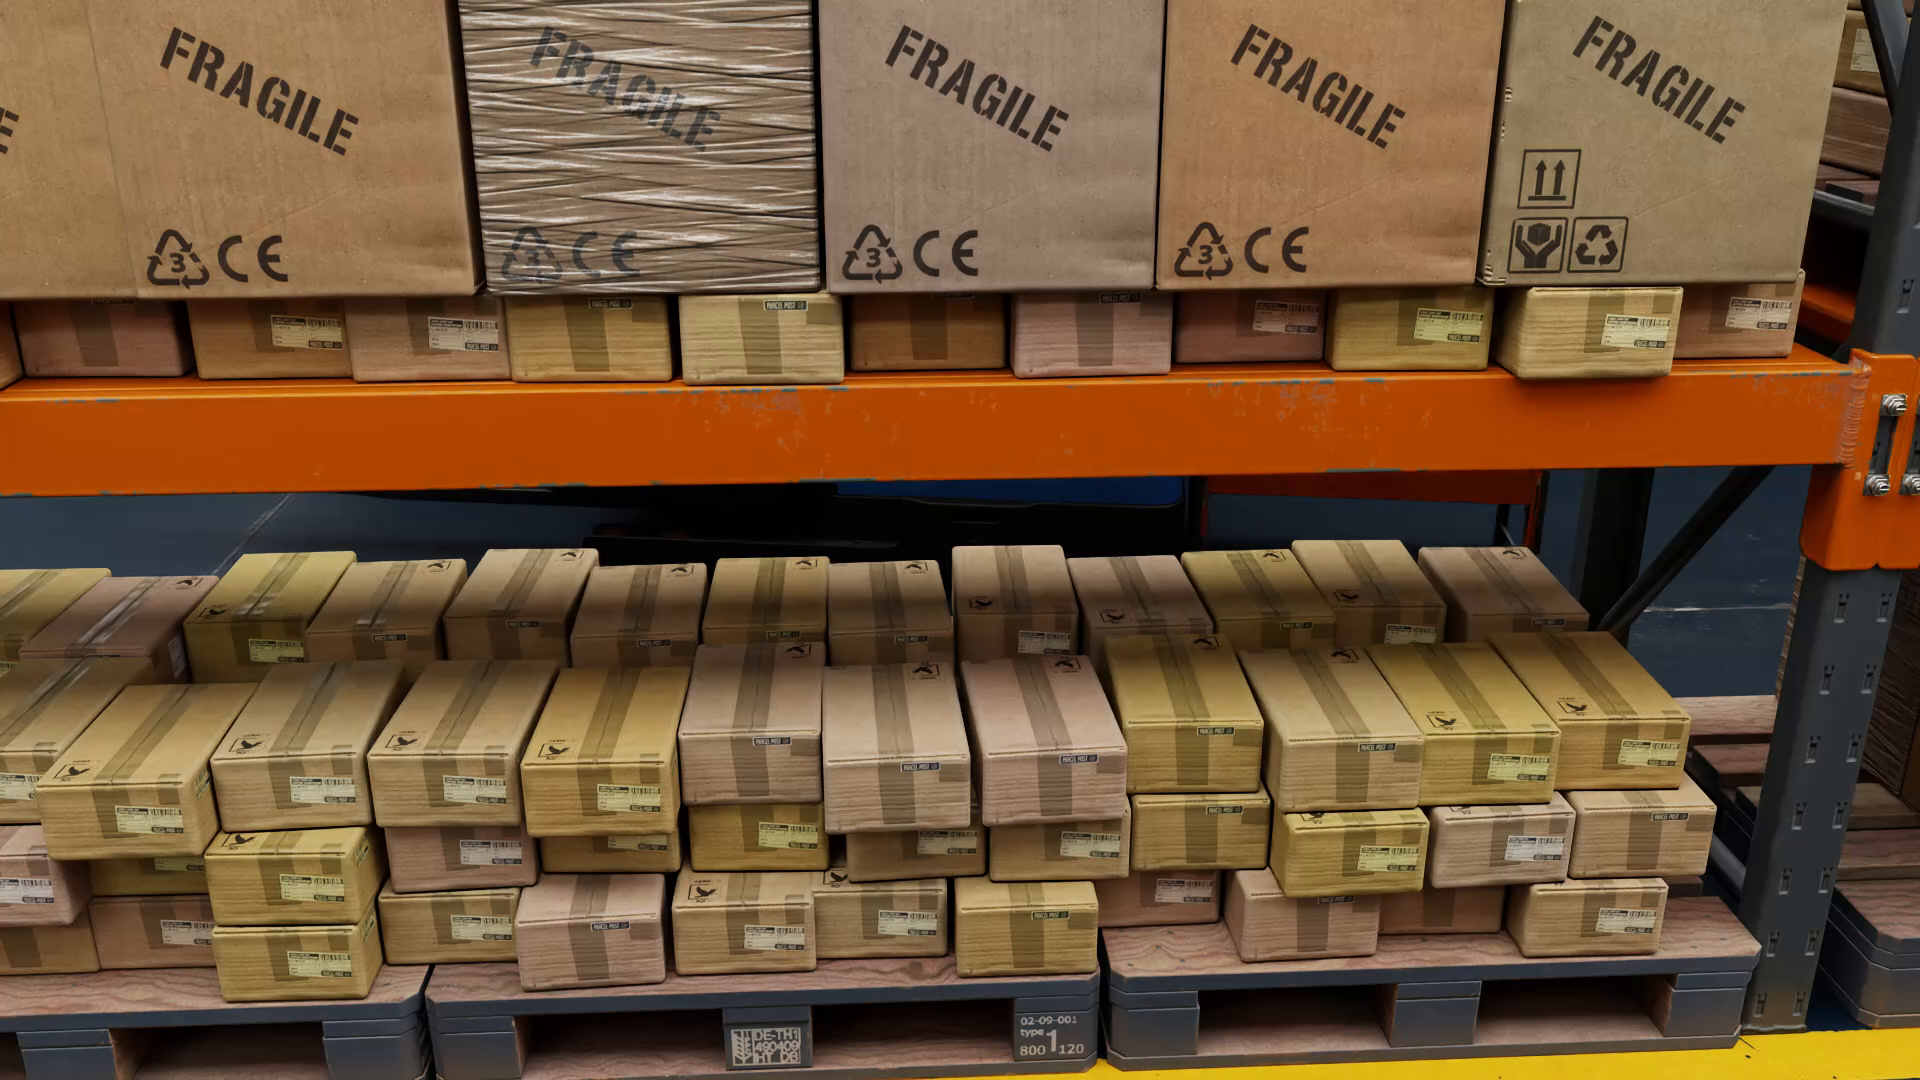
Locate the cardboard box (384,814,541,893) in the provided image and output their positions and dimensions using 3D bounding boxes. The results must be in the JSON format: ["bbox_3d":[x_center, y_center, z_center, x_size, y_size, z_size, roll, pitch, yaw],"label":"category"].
[{"bbox_3d":[-0.904,0.490,3.116,0.250,0.149,0.380,-2,21,-6],"label":"cardboard box"}]

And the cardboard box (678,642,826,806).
[{"bbox_3d":[-0.378,0.336,3.104,0.250,0.149,0.380,-1,21,-3],"label":"cardboard box"}]

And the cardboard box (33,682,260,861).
[{"bbox_3d":[-1.409,0.401,2.934,0.250,0.149,0.380,-1,21,-3],"label":"cardboard box"}]

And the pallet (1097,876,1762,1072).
[{"bbox_3d":[0.846,0.689,3.516,1.213,0.211,1.003,-1,21,-3],"label":"pallet"}]

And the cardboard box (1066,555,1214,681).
[{"bbox_3d":[0.372,0.171,3.536,0.250,0.149,0.380,-2,21,-4],"label":"cardboard box"}]

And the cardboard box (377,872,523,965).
[{"bbox_3d":[-0.923,0.632,3.161,0.250,0.149,0.380,-1,21,-3],"label":"cardboard box"}]

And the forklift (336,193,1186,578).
[{"bbox_3d":[-0.769,-1.417,5.225,3.031,2.935,1.130,2,21,6],"label":"forklift"}]

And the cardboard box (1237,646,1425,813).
[{"bbox_3d":[0.673,0.344,3.083,0.250,0.149,0.380,-1,21,-4],"label":"cardboard box"}]

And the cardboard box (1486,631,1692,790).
[{"bbox_3d":[1.174,0.317,3.153,0.250,0.149,0.380,-1,21,-2],"label":"cardboard box"}]

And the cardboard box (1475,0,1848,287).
[{"bbox_3d":[1.048,-0.716,2.728,0.500,0.500,0.500,-1,21,-3],"label":"cardboard box"}]

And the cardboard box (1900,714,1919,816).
[{"bbox_3d":[2.267,0.410,3.251,0.500,0.500,0.500,0,21,-1],"label":"cardboard box"}]

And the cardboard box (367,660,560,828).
[{"bbox_3d":[-0.889,0.364,3.030,0.250,0.149,0.380,0,21,-1],"label":"cardboard box"}]

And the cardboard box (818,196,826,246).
[{"bbox_3d":[-0.364,-0.568,3.250,0.250,0.149,0.380,0,21,-1],"label":"cardboard box"}]

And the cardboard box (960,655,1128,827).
[{"bbox_3d":[0.145,0.360,3.041,0.250,0.149,0.380,-2,21,-6],"label":"cardboard box"}]

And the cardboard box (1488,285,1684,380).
[{"bbox_3d":[0.992,-0.391,2.784,0.250,0.149,0.380,-2,21,-4],"label":"cardboard box"}]

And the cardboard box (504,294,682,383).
[{"bbox_3d":[-0.582,-0.382,2.762,0.250,0.149,0.380,0,21,-1],"label":"cardboard box"}]

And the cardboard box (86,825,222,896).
[{"bbox_3d":[-1.425,0.496,3.101,0.250,0.149,0.380,-1,21,-2],"label":"cardboard box"}]

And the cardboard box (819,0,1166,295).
[{"bbox_3d":[0.033,-0.697,2.676,0.500,0.500,0.500,-1,21,-3],"label":"cardboard box"}]

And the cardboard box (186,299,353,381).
[{"bbox_3d":[-1.090,-0.389,2.781,0.250,0.149,0.380,-1,21,-4],"label":"cardboard box"}]

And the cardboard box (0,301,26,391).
[{"bbox_3d":[-1.614,-0.339,2.648,0.250,0.149,0.380,-2,21,-5],"label":"cardboard box"}]

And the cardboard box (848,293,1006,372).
[{"bbox_3d":[-0.064,-0.408,2.829,0.250,0.149,0.380,-1,21,-4],"label":"cardboard box"}]

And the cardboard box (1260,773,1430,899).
[{"bbox_3d":[0.682,0.497,3.098,0.250,0.149,0.380,-2,21,-5],"label":"cardboard box"}]

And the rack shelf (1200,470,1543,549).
[{"bbox_3d":[1.268,-0.212,5.283,1.000,0.278,0.538,2,21,6],"label":"rack shelf"}]

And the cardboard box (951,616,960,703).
[{"bbox_3d":[0.100,0.306,3.599,0.250,0.149,0.380,0,21,-1],"label":"cardboard box"}]

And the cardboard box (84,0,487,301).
[{"bbox_3d":[-0.992,-0.682,2.637,0.500,0.500,0.500,-1,21,-2],"label":"cardboard box"}]

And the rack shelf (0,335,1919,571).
[{"bbox_3d":[-0.482,-0.264,3.110,4.000,0.370,1.077,-1,21,-3],"label":"rack shelf"}]

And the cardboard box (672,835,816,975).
[{"bbox_3d":[-0.394,0.643,3.132,0.250,0.149,0.380,-1,21,-3],"label":"cardboard box"}]

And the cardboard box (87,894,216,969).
[{"bbox_3d":[-1.433,0.638,3.147,0.250,0.149,0.380,-1,21,-2],"label":"cardboard box"}]

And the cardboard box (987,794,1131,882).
[{"bbox_3d":[0.173,0.480,3.144,0.250,0.149,0.380,-1,21,-2],"label":"cardboard box"}]

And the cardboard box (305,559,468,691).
[{"bbox_3d":[-1.197,0.180,3.513,0.250,0.149,0.380,-2,21,-5],"label":"cardboard box"}]

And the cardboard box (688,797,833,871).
[{"bbox_3d":[-0.365,0.468,3.174,0.250,0.149,0.380,0,21,-1],"label":"cardboard box"}]

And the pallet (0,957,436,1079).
[{"bbox_3d":[-1.590,0.738,3.386,1.213,0.211,1.003,-1,21,-3],"label":"pallet"}]

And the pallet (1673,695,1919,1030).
[{"bbox_3d":[2.292,0.646,3.628,1.213,0.211,1.003,-1,21,-3],"label":"pallet"}]

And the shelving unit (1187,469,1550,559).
[{"bbox_3d":[1.268,-0.440,5.196,1.048,1.125,0.538,2,21,6],"label":"shelving unit"}]

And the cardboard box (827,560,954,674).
[{"bbox_3d":[-0.154,0.182,3.507,0.250,0.149,0.380,-2,21,-5],"label":"cardboard box"}]

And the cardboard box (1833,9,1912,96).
[{"bbox_3d":[1.900,-0.937,3.211,0.250,0.149,0.380,-1,21,-1],"label":"cardboard box"}]

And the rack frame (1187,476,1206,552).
[{"bbox_3d":[0.763,-0.460,5.249,0.032,1.125,0.500,2,21,6],"label":"rack frame"}]

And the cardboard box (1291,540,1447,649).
[{"bbox_3d":[0.880,0.135,3.631,0.250,0.149,0.380,0,21,0],"label":"cardboard box"}]

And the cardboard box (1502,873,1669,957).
[{"bbox_3d":[1.142,0.624,3.182,0.250,0.149,0.380,-1,21,-2],"label":"cardboard box"}]

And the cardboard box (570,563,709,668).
[{"bbox_3d":[-0.663,0.189,3.490,0.250,0.149,0.380,-2,21,-5],"label":"cardboard box"}]

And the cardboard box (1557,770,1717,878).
[{"bbox_3d":[1.218,0.476,3.155,0.250,0.149,0.380,-1,21,-2],"label":"cardboard box"}]

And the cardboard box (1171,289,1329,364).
[{"bbox_3d":[0.460,-0.425,2.876,0.250,0.149,0.380,-2,21,-5],"label":"cardboard box"}]

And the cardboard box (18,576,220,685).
[{"bbox_3d":[-1.711,0.213,3.426,0.250,0.149,0.380,-1,21,-2],"label":"cardboard box"}]

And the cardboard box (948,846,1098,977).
[{"bbox_3d":[0.109,0.645,3.127,0.250,0.149,0.380,-1,21,-3],"label":"cardboard box"}]

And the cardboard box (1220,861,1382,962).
[{"bbox_3d":[0.618,0.628,3.172,0.250,0.149,0.380,-2,21,-5],"label":"cardboard box"}]
